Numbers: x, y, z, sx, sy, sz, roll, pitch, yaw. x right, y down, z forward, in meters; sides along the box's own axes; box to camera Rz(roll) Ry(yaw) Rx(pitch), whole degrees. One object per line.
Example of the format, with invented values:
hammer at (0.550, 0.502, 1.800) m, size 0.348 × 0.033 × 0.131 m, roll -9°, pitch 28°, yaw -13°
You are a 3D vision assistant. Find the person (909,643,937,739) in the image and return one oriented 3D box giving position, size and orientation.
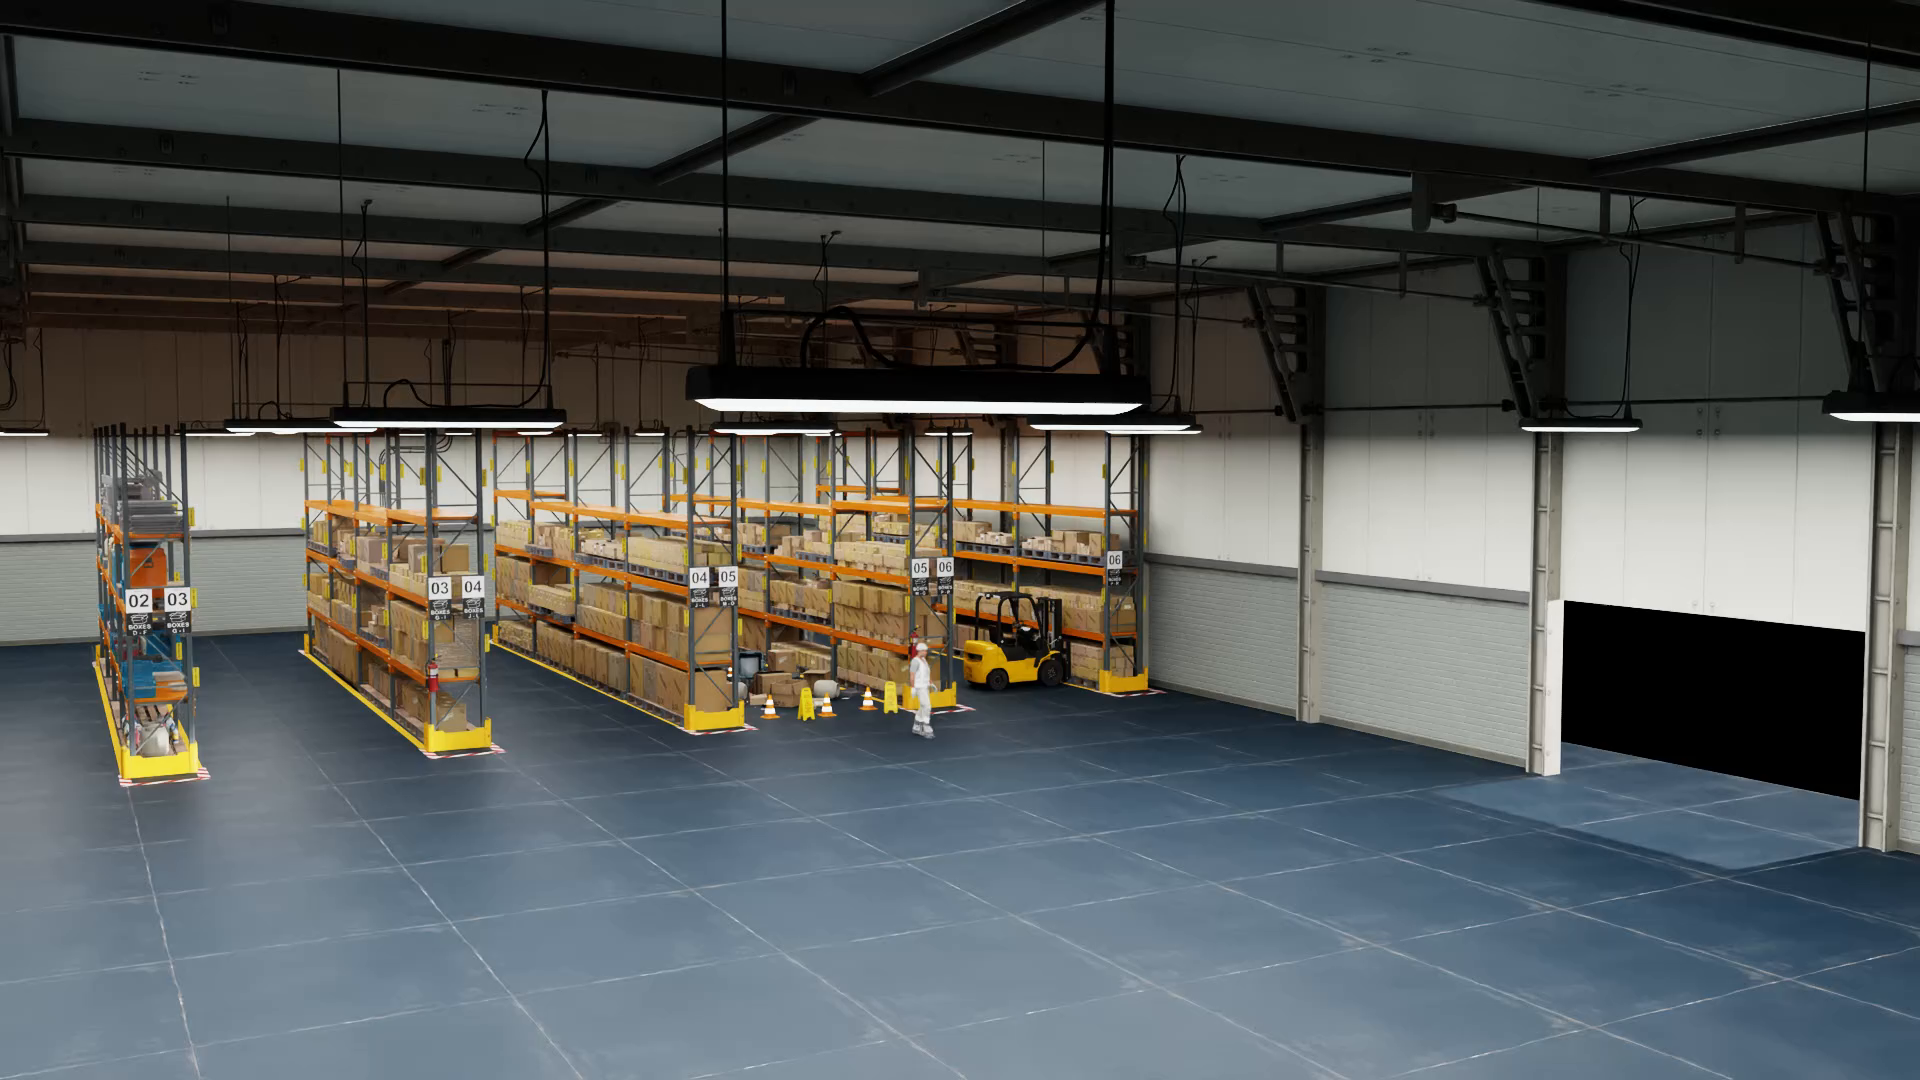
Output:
person at (-0.669, 2.908, 32.059) m, size 0.585 × 1.839 × 0.565 m, roll 1°, pitch 4°, yaw 21°

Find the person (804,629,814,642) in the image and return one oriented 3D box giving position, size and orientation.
person at (-4.234, 2.021, 46.461) m, size 0.588 × 1.770 × 0.439 m, roll -2°, pitch 4°, yaw -29°

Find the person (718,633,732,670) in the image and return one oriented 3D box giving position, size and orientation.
person at (-5.885, 2.325, 41.254) m, size 0.605 × 1.782 × 0.457 m, roll -2°, pitch 4°, yaw -34°
